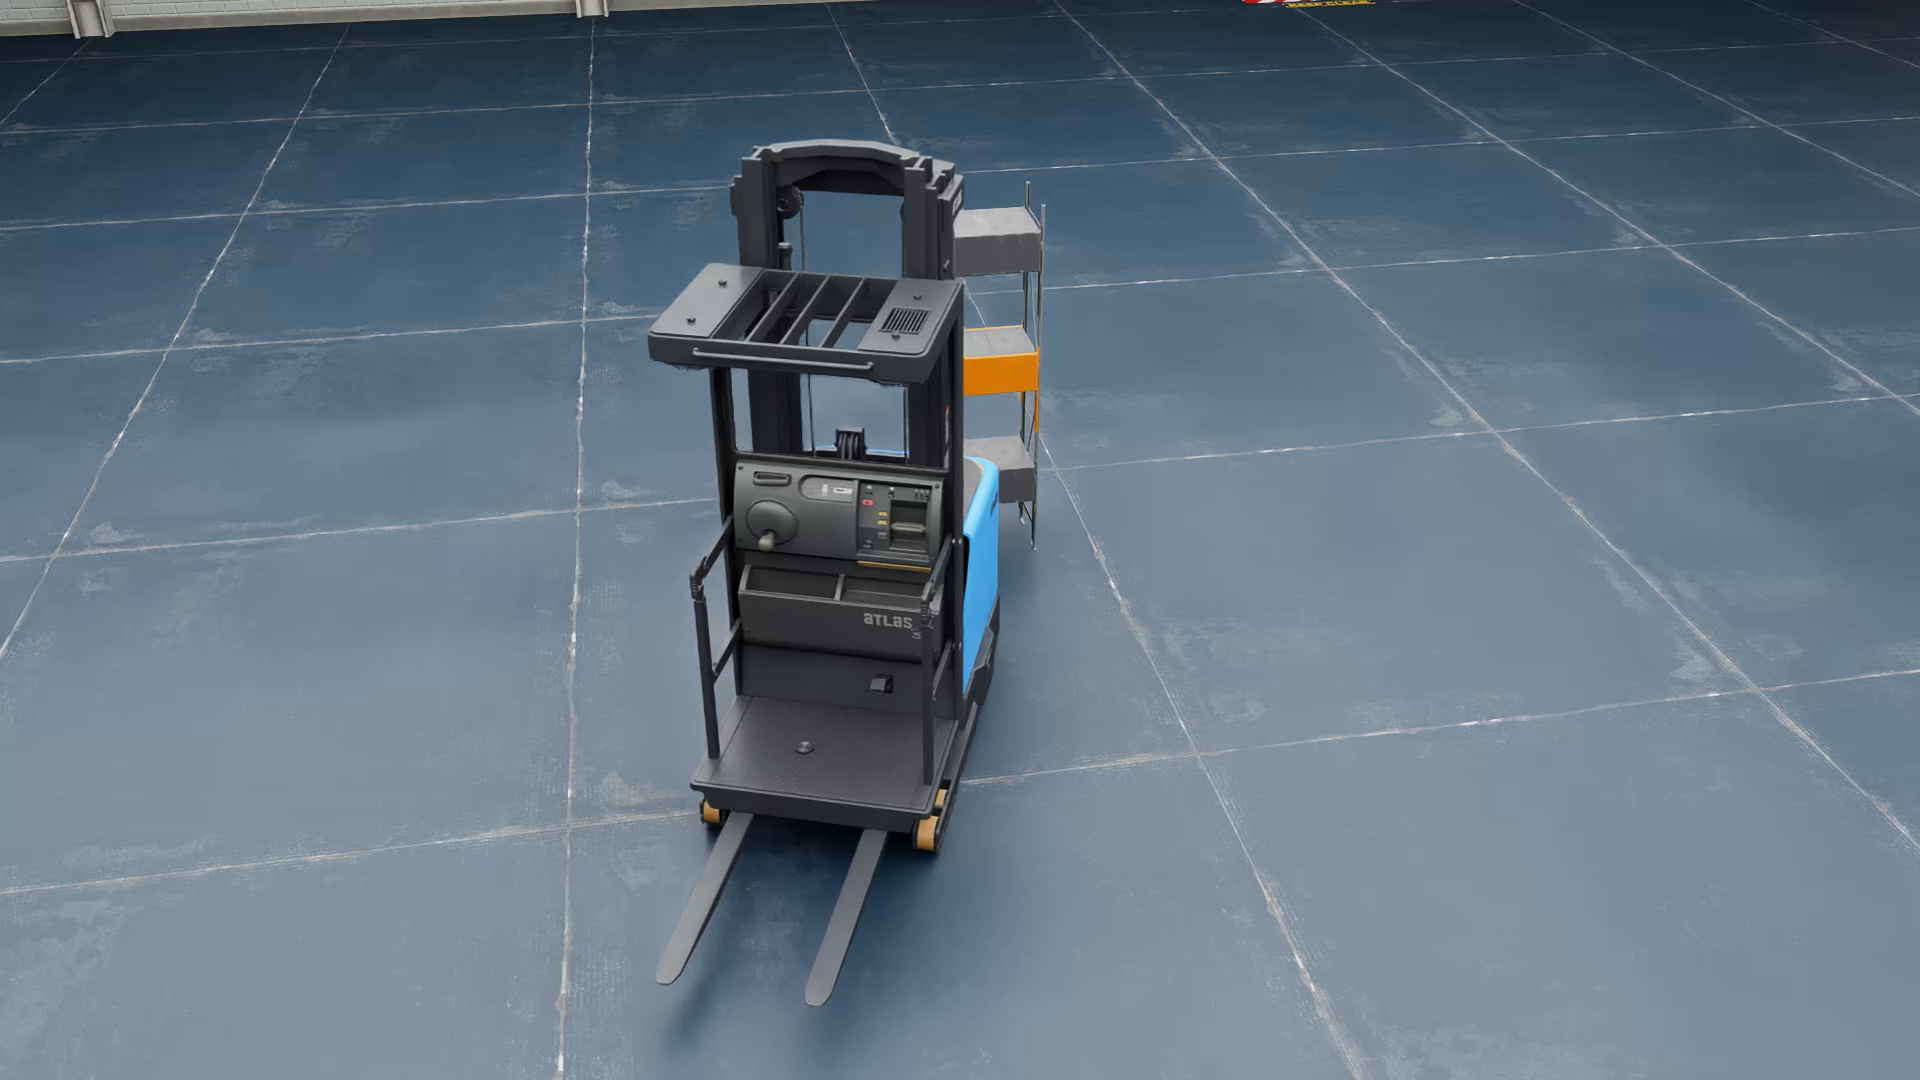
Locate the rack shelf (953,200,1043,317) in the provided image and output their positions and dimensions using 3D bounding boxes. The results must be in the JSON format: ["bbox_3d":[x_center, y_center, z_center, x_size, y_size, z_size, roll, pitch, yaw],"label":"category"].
[{"bbox_3d":[0.163,-1.512,9.010,0.480,0.518,0.431,-5,31,-9],"label":"rack shelf"}]

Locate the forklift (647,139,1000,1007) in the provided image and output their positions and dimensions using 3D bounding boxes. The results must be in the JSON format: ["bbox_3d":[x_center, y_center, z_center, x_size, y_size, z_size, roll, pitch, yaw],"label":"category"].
[{"bbox_3d":[-0.574,-0.066,7.085,1.130,2.935,3.031,6,31,9],"label":"forklift"}]

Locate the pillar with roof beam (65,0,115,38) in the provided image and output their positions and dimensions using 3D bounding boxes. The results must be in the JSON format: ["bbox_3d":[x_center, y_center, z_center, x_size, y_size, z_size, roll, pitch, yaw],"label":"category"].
[{"bbox_3d":[-9.837,-7.937,14.484,0.400,9.000,9.100,-5,31,-9],"label":"pillar with roof beam"}]

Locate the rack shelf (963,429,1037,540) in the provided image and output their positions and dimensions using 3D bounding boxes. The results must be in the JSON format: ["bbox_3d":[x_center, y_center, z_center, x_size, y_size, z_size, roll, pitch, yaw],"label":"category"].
[{"bbox_3d":[0.163,-0.305,9.720,0.480,0.518,0.431,-5,31,-9],"label":"rack shelf"}]

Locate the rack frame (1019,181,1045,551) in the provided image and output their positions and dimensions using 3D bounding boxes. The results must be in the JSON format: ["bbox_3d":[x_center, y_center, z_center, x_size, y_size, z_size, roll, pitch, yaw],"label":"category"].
[{"bbox_3d":[0.403,-0.943,9.396,0.015,2.100,0.400,-5,31,-9],"label":"rack frame"}]

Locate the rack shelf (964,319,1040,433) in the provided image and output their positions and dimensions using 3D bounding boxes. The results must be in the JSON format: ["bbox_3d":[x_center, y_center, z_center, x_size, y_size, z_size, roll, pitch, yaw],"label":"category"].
[{"bbox_3d":[0.163,-0.908,9.365,0.480,0.518,0.431,-5,31,-9],"label":"rack shelf"}]

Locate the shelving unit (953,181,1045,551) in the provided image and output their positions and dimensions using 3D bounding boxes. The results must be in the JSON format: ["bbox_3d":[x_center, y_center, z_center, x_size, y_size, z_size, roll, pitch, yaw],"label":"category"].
[{"bbox_3d":[0.163,-0.920,9.358,0.503,2.100,0.431,-5,31,-9],"label":"shelving unit"}]

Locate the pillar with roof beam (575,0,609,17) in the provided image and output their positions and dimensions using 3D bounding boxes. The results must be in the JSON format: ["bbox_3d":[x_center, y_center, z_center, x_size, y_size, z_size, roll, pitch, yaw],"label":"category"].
[{"bbox_3d":[-3.935,-8.484,15.416,0.400,9.000,9.100,-5,31,-9],"label":"pillar with roof beam"}]
